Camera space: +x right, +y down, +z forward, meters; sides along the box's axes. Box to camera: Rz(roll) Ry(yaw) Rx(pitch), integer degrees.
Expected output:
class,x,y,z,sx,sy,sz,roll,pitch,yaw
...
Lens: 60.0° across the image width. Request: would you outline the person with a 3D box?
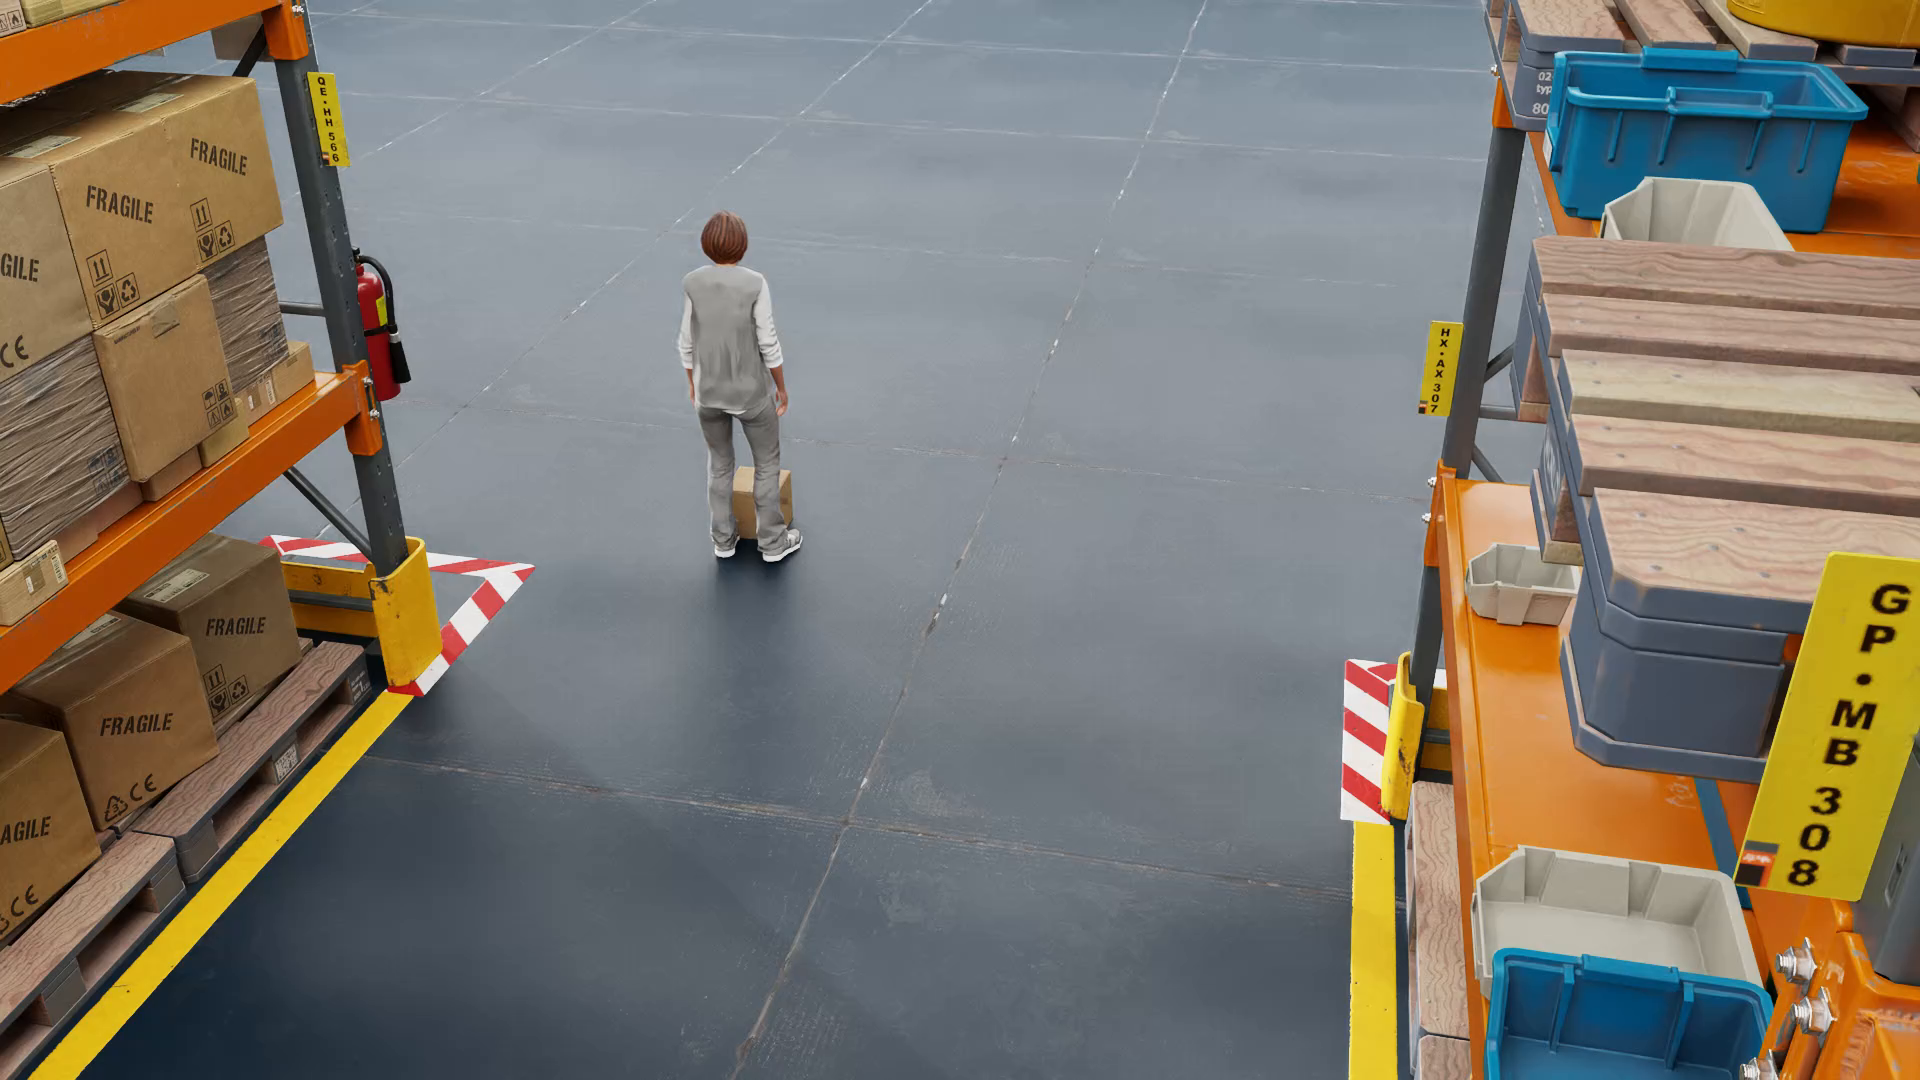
class,x,y,z,sx,sy,sz,roll,pitch,yaw
person,-0.983,-0.644,7.289,0.464,1.593,0.346,6,30,10
